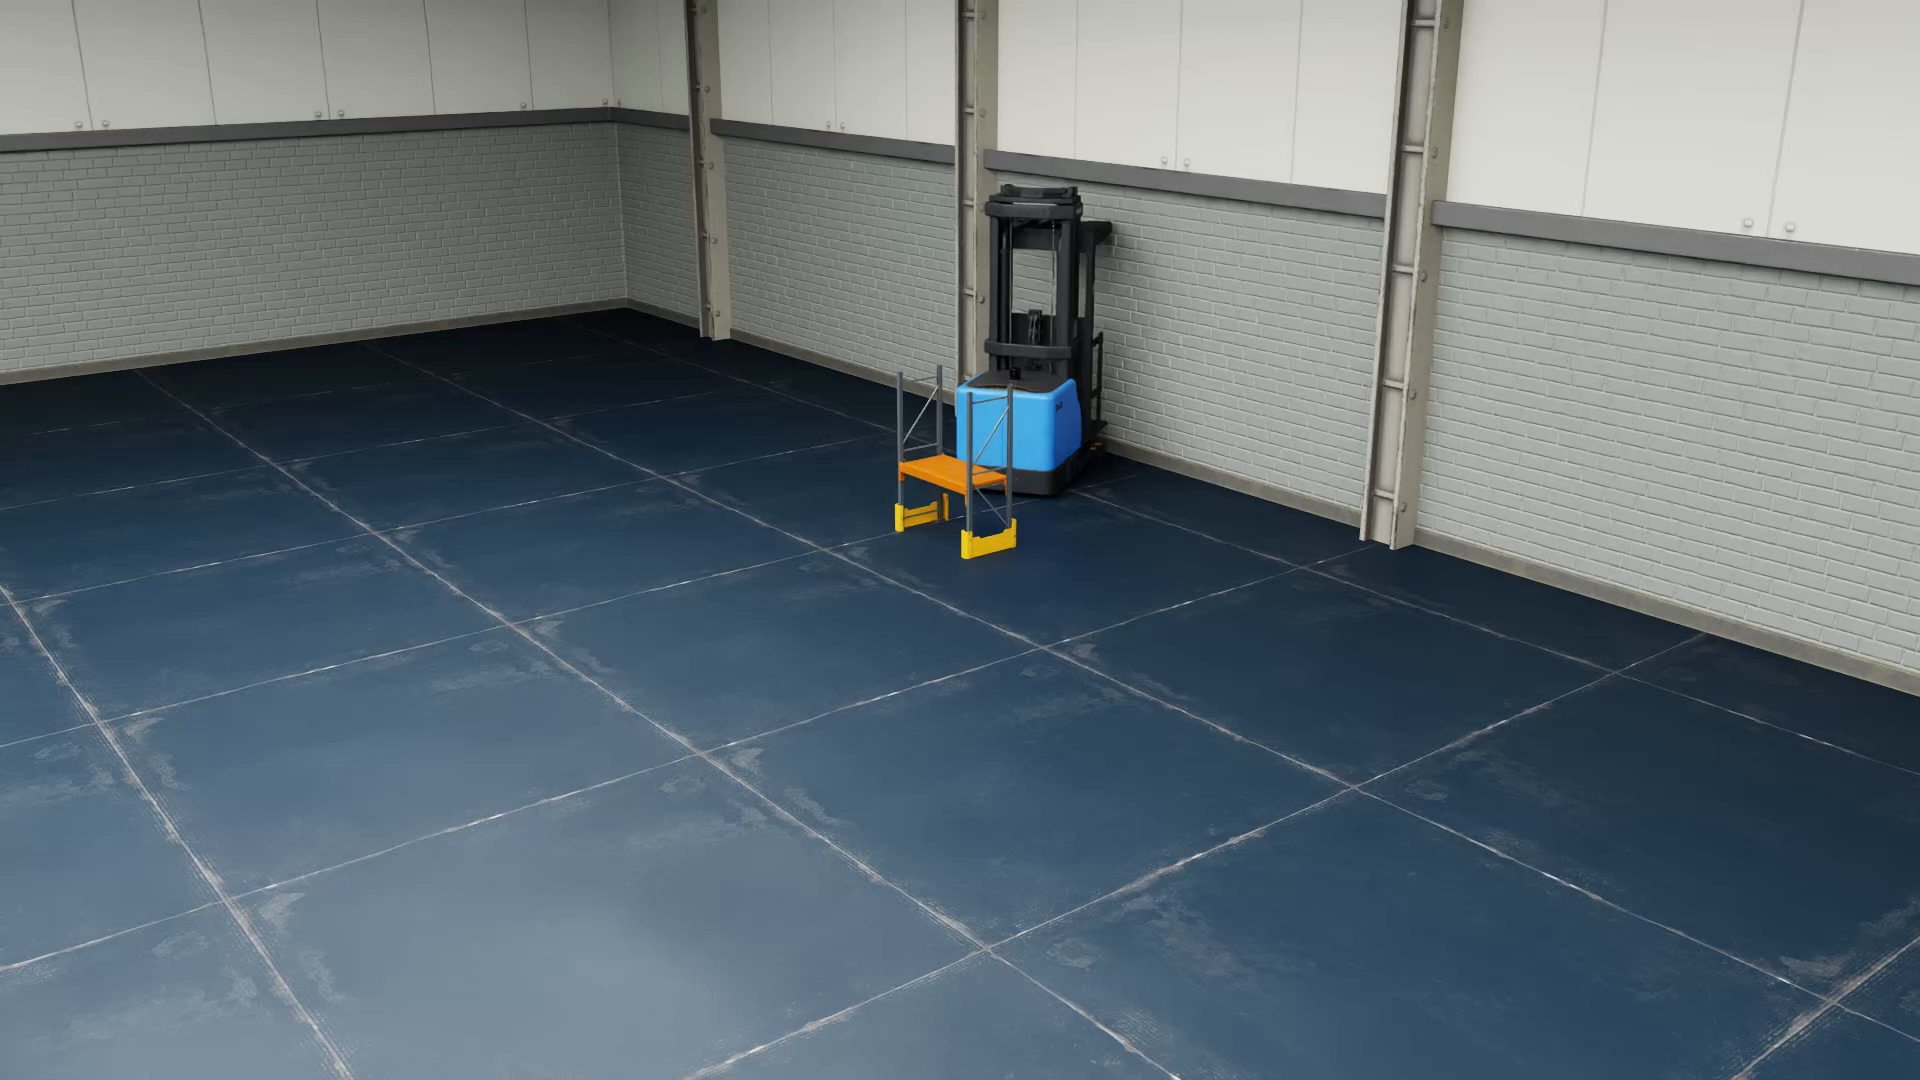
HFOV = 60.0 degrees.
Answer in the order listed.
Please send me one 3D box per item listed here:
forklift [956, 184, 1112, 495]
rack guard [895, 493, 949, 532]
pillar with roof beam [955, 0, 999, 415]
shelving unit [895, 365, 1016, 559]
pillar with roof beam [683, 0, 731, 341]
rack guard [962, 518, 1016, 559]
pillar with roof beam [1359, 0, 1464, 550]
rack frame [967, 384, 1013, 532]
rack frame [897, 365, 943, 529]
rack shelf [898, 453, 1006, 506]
[{"bbox_3d":[0.928,-2.260,17.411,1.130,2.935,3.031,7,19,19],"label":"forklift"},{"bbox_3d":[-0.357,-0.260,15.638,0.587,0.250,0.087,-14,23,-36],"label":"rack guard"},{"bbox_3d":[-3.192,-4.899,15.730,9.100,9.000,0.400,-14,23,-36],"label":"pillar with roof beam"},{"bbox_3d":[-0.047,-0.731,15.071,0.587,1.500,1.083,-14,23,-36],"label":"shelving unit"},{"bbox_3d":[-6.917,-6.378,20.195,9.100,9.000,0.400,-14,23,-36],"label":"pillar with roof beam"},{"bbox_3d":[0.262,-0.015,14.897,0.587,0.250,0.087,-14,23,-36],"label":"rack guard"},{"bbox_3d":[0.533,-3.421,11.265,9.100,9.000,0.400,-14,23,-36],"label":"pillar with roof beam"},{"bbox_3d":[0.263,-0.608,14.699,0.500,1.500,0.032,-14,23,-36],"label":"rack frame"},{"bbox_3d":[-0.369,-0.858,15.456,0.500,1.500,0.032,-14,23,-36],"label":"rack frame"},{"bbox_3d":[-0.053,-0.562,15.134,0.538,0.185,1.000,-14,23,-36],"label":"rack shelf"}]
